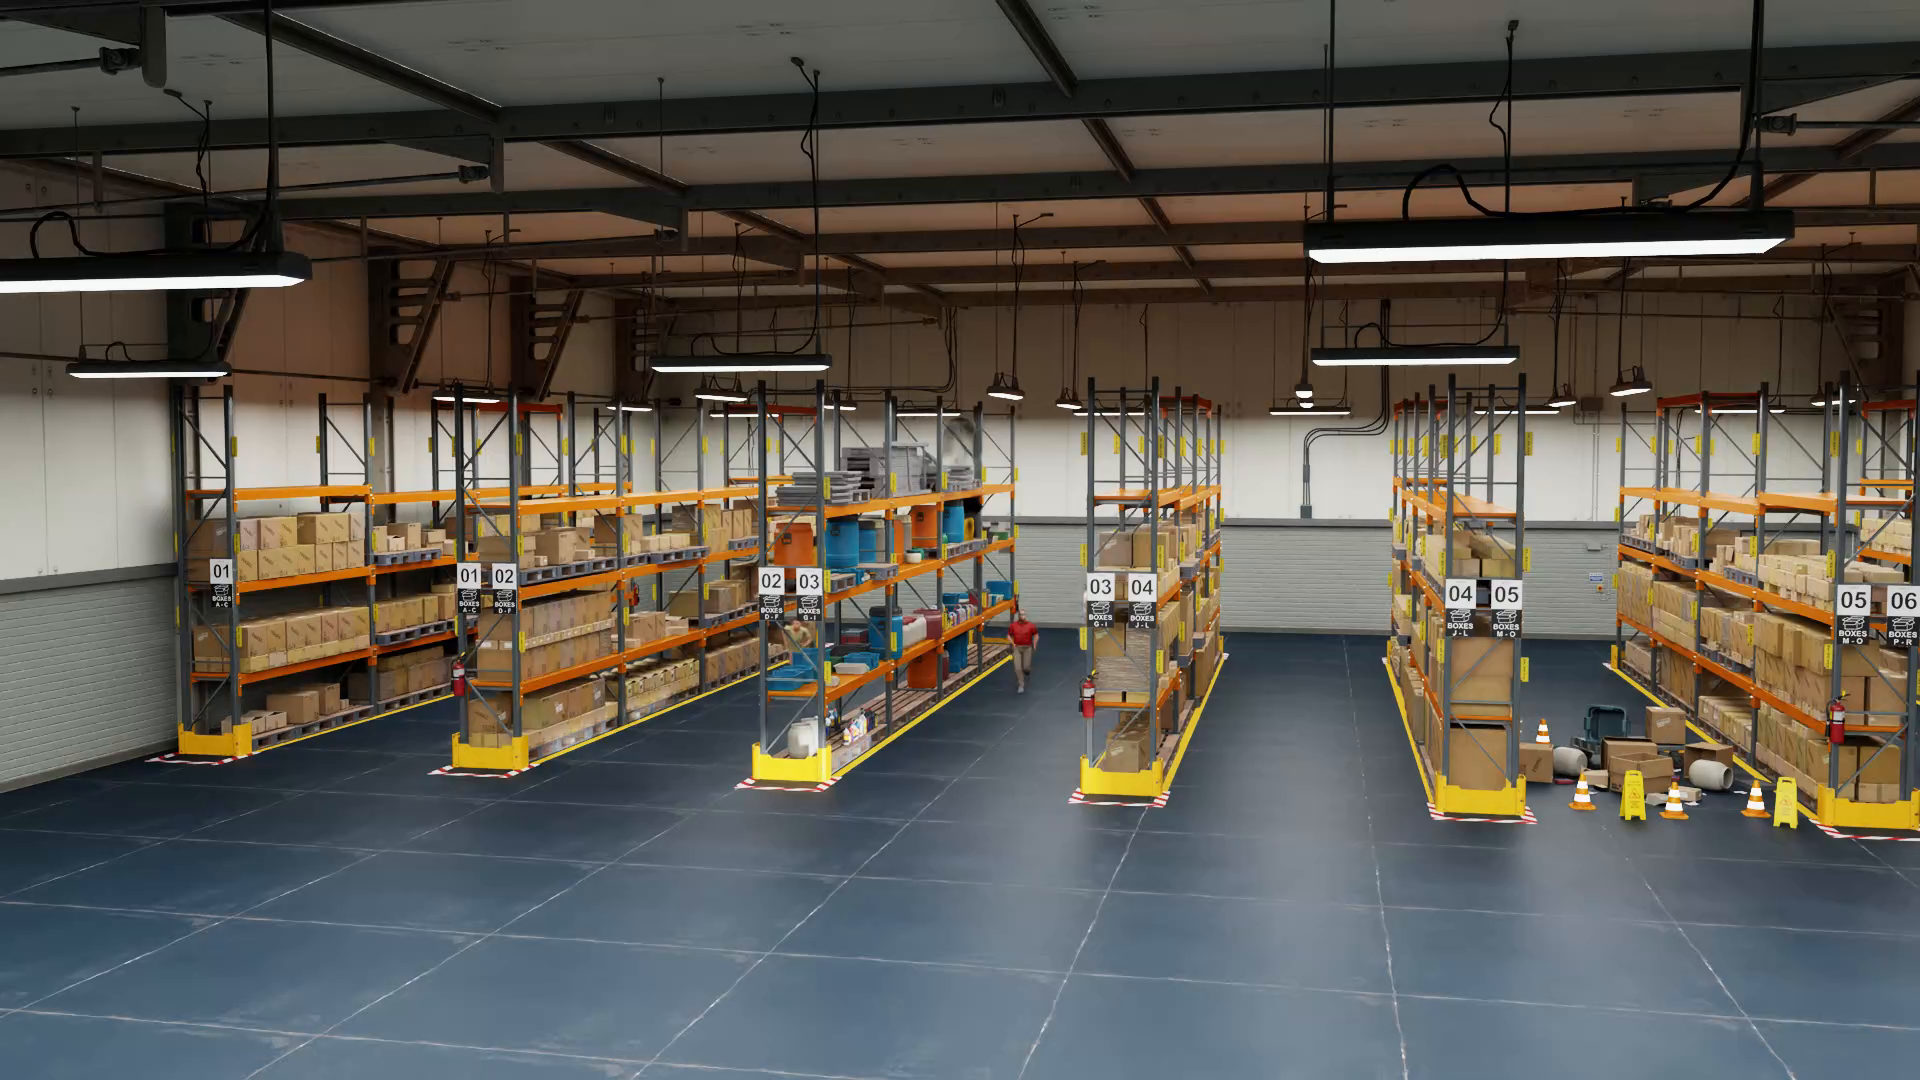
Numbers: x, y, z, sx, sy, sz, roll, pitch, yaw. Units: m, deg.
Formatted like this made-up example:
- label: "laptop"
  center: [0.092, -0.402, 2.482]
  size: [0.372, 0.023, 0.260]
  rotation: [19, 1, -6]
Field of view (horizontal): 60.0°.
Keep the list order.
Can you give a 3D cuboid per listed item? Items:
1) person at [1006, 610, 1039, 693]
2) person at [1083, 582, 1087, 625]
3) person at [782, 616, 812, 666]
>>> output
- label: "person"
  center: [1.274, 2.267, 34.063]
  size: [0.665, 1.686, 0.603]
  rotation: [0, 3, 6]
- label: "person"
  center: [3.329, 1.833, 41.795]
  size: [0.562, 1.661, 0.562]
  rotation: [2, 4, 31]
- label: "person"
  center: [-3.306, 2.332, 33.838]
  size: [0.616, 1.625, 1.003]
  rotation: [0, 3, 2]
